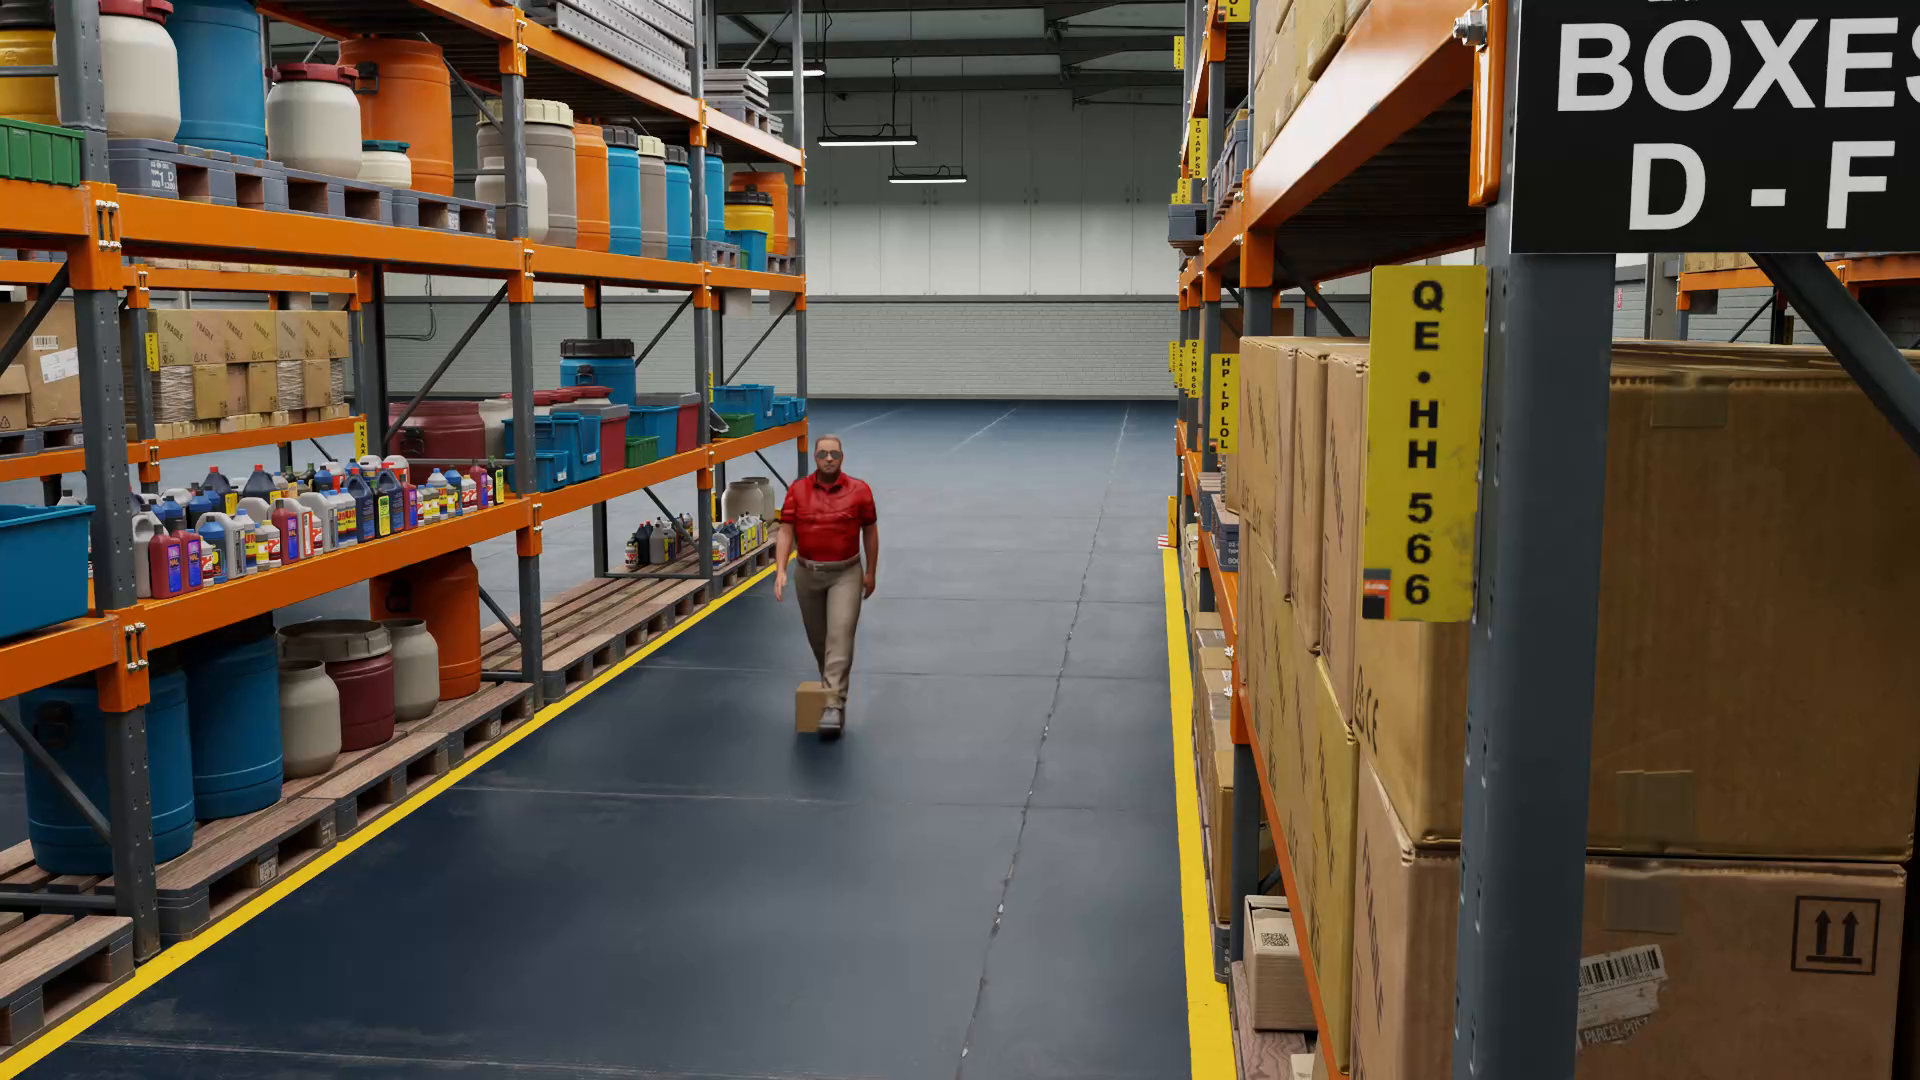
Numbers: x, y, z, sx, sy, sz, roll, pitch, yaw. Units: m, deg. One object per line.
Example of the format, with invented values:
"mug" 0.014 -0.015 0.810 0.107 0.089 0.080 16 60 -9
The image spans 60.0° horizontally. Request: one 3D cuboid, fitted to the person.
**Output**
"person" -0.786 0.213 9.748 0.564 1.660 1.089 1 8 8
